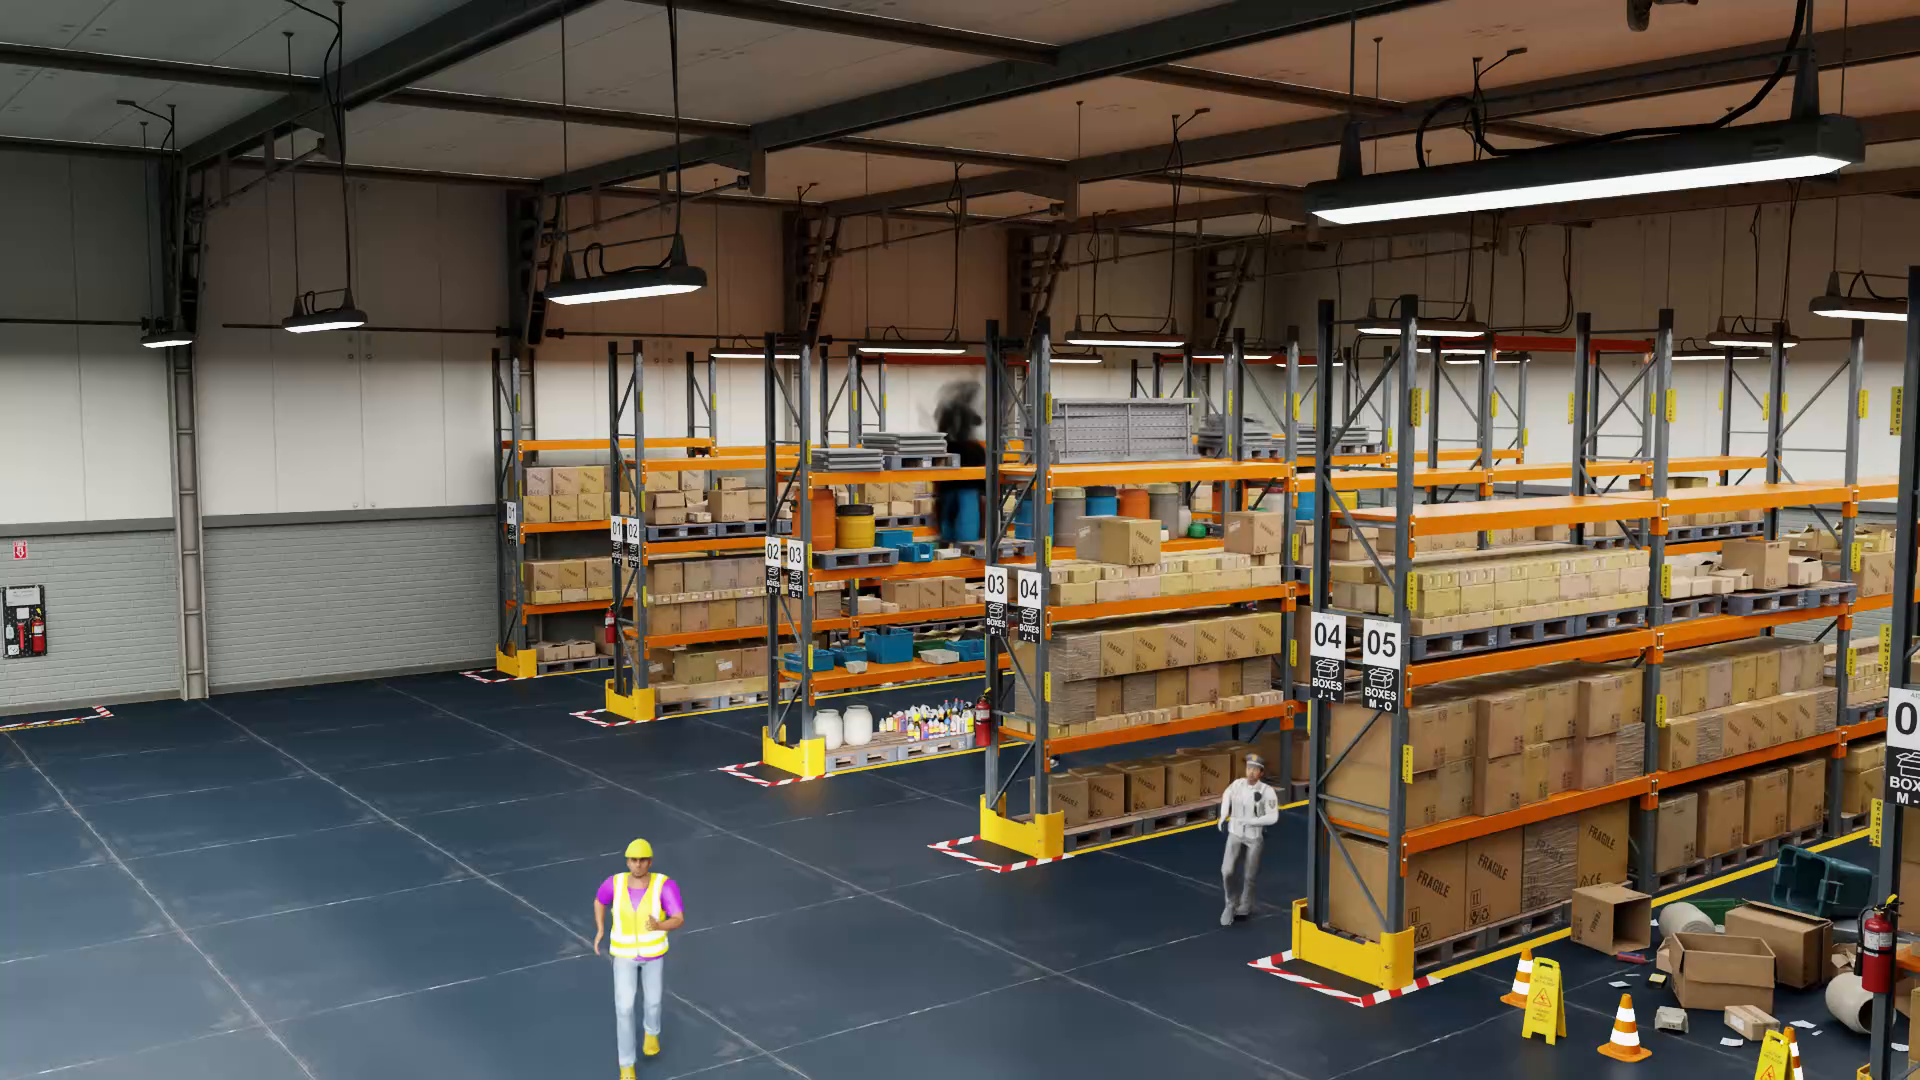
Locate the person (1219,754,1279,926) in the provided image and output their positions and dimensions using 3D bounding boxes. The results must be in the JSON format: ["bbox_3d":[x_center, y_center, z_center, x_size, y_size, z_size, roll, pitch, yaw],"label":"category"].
[{"bbox_3d":[2.808,2.920,16.214,0.612,1.710,0.614,2,5,21],"label":"person"}]

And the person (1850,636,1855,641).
[{"bbox_3d":[12.954,2.240,24.164,0.873,1.680,0.610,-3,6,-31],"label":"person"}]

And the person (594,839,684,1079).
[{"bbox_3d":[-2.432,3.167,12.629,0.677,1.821,0.820,-1,5,-10],"label":"person"}]

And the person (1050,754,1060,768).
[{"bbox_3d":[1.211,2.192,21.720,0.507,1.562,0.467,4,7,41],"label":"person"}]
